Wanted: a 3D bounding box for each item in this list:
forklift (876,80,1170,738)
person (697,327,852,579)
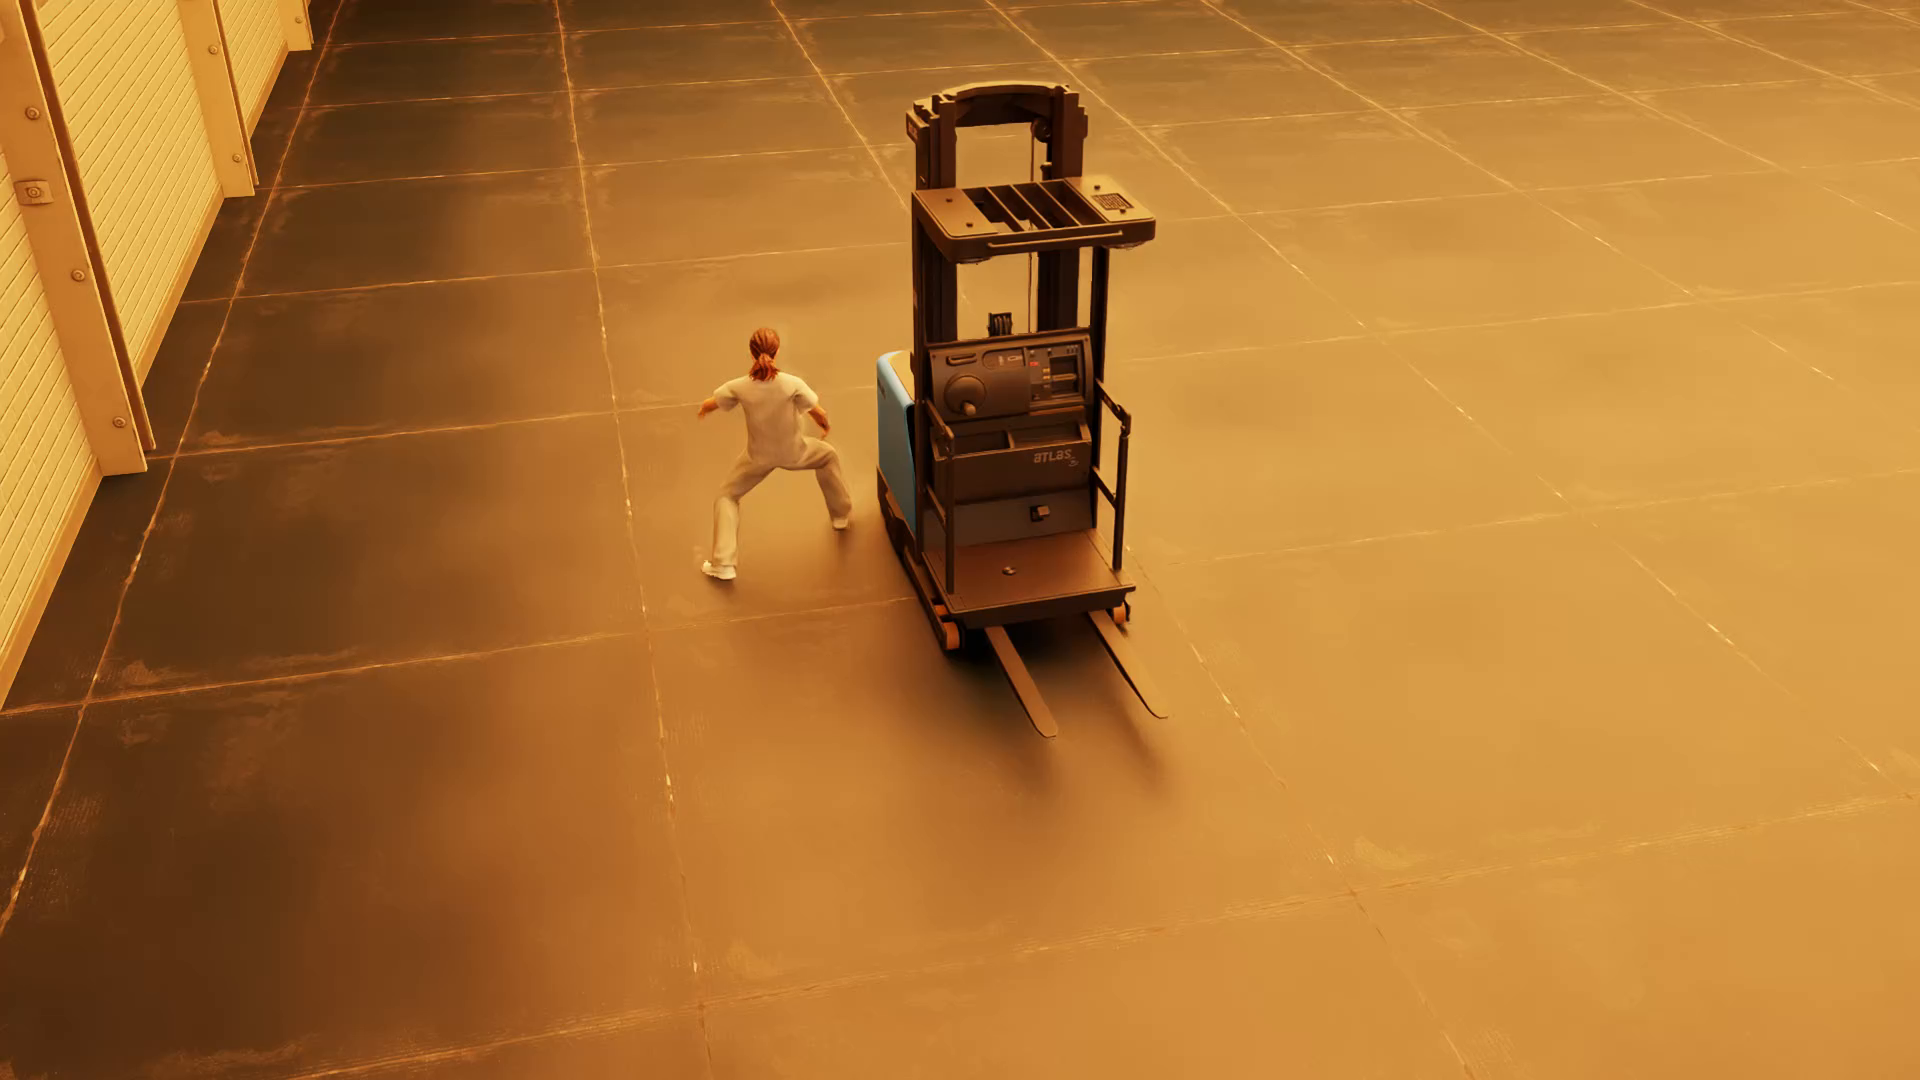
[{"bbox_3d":[0.348,-0.860,9.060,1.130,2.935,3.031,-8,31,-13],"label":"forklift"},{"bbox_3d":[-1.141,-0.598,10.074,0.923,1.533,0.896,-1,30,-2],"label":"person"}]
